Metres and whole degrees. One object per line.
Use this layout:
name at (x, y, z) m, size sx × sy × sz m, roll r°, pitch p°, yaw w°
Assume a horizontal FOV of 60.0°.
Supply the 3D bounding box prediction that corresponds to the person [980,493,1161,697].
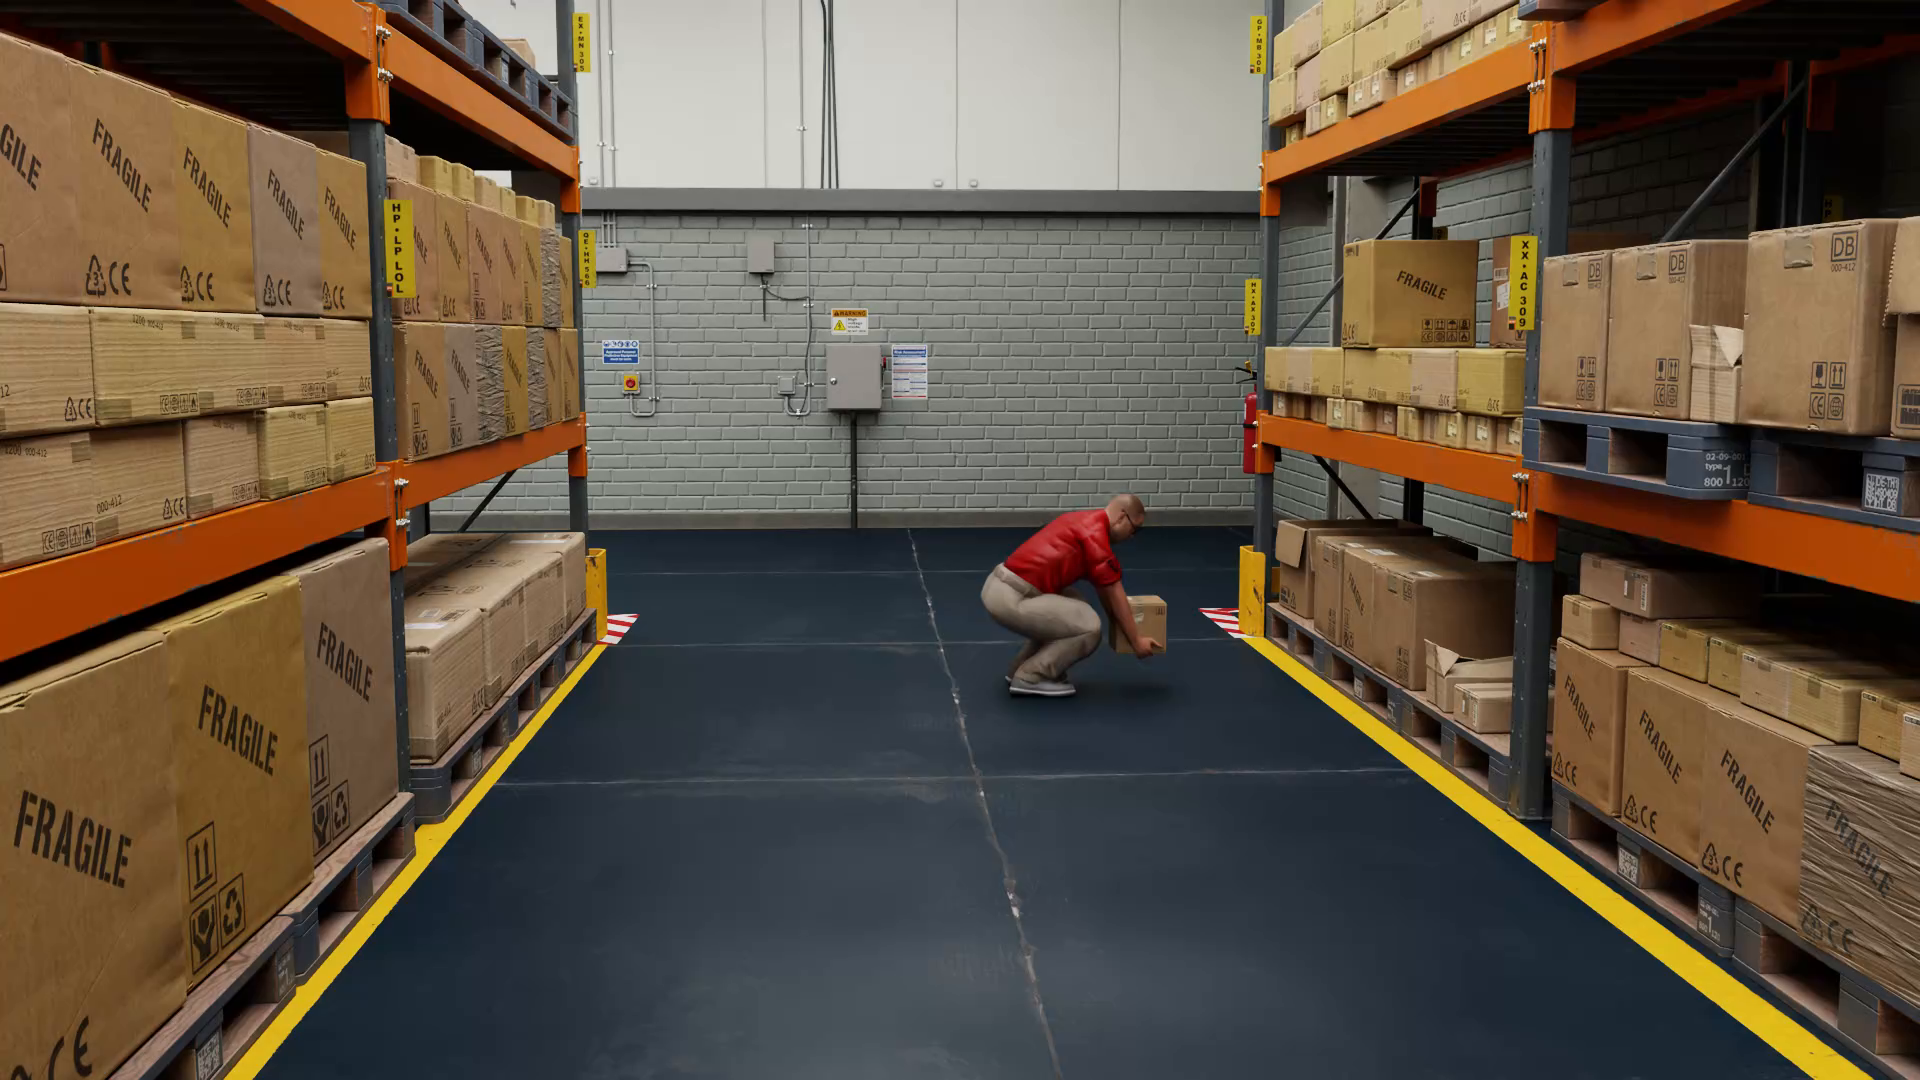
person at (0.547, 0.264, 8.288) m, size 0.886 × 0.988 × 0.535 m, roll -1°, pitch 7°, yaw -5°
